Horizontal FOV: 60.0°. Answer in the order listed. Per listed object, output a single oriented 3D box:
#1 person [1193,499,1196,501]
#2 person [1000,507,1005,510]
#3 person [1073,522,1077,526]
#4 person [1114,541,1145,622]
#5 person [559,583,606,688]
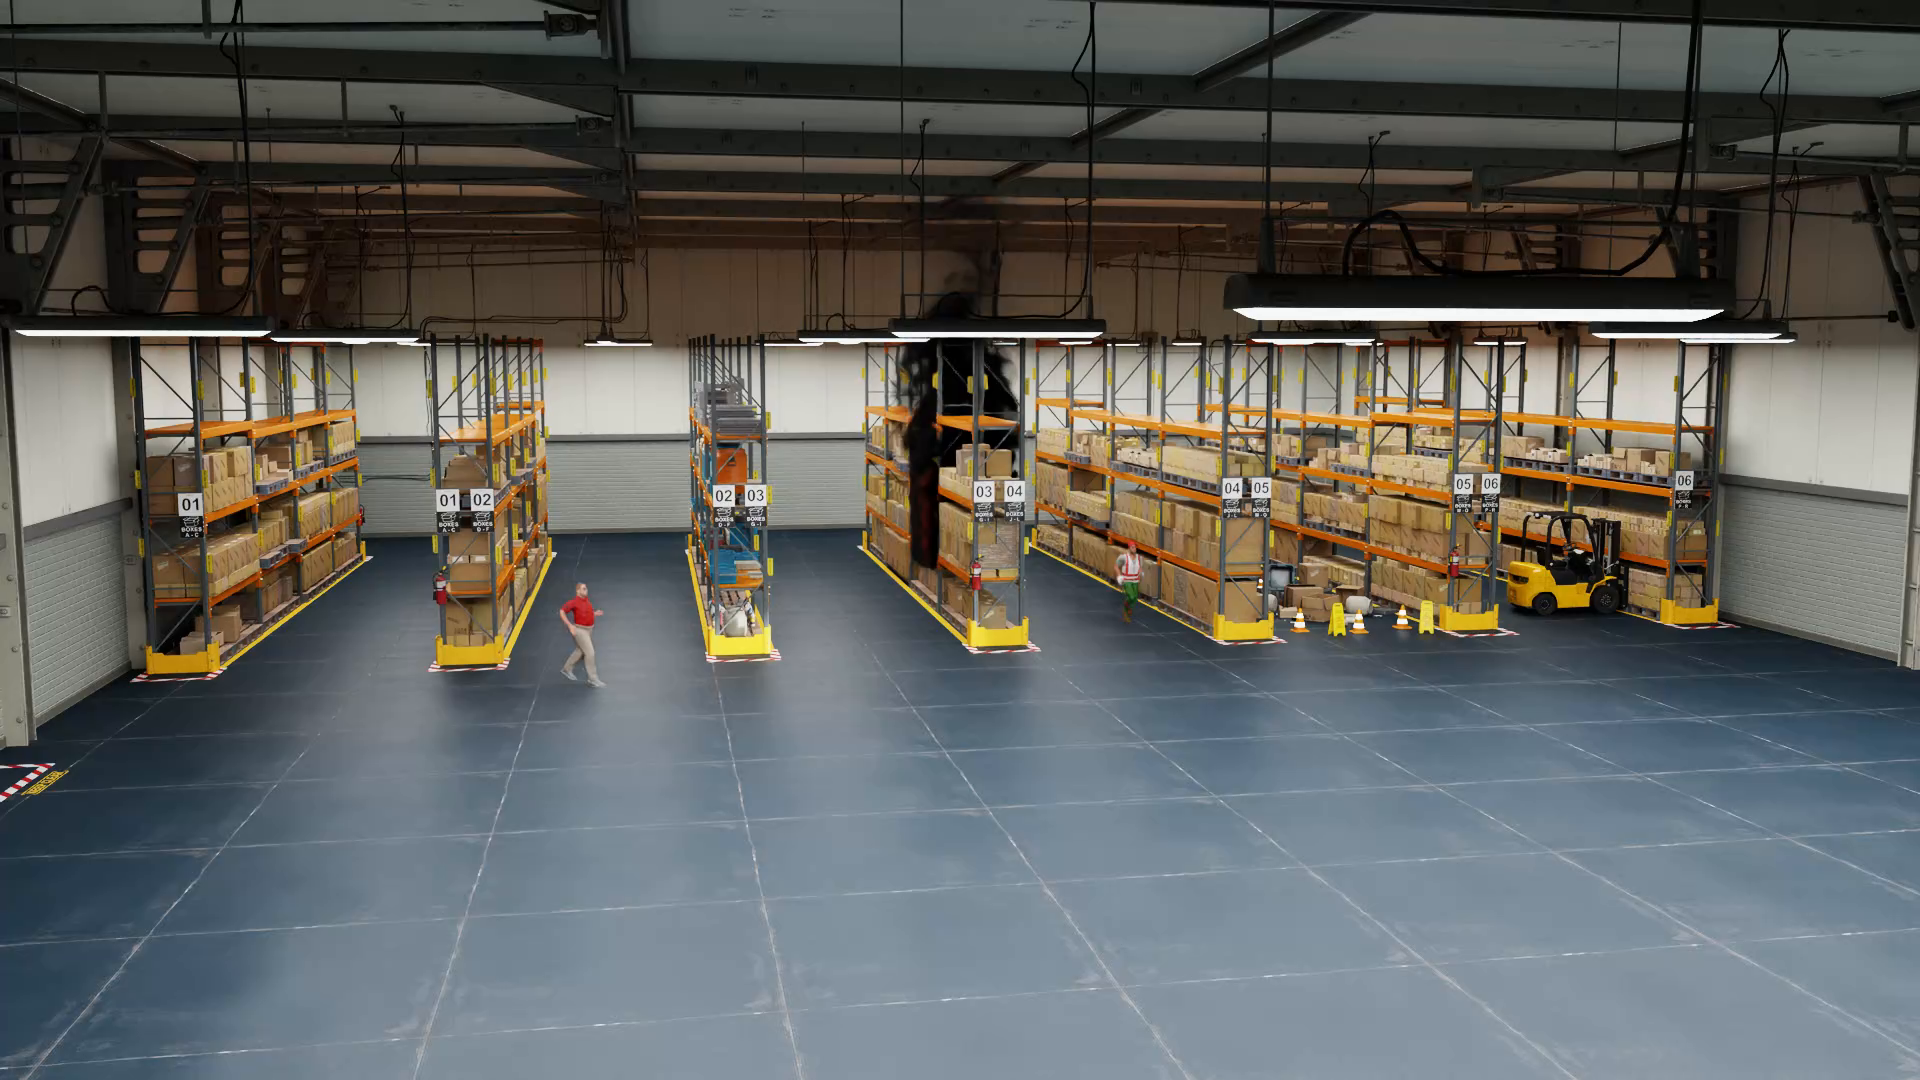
[{"bbox_3d":[7.243,-0.962,50.994,0.596,1.720,0.761,3,7,27],"label":"person"},{"bbox_3d":[1.397,-0.441,46.501,0.669,1.725,0.888,-1,7,-9],"label":"person"},{"bbox_3d":[3.415,-0.726,49.640,0.525,1.528,0.554,4,7,28],"label":"person"},{"bbox_3d":[3.586,0.870,34.746,0.582,1.723,0.696,-3,7,-25],"label":"person"},{"bbox_3d":[-6.439,1.611,28.372,0.888,1.767,0.649,1,7,13],"label":"person"}]
